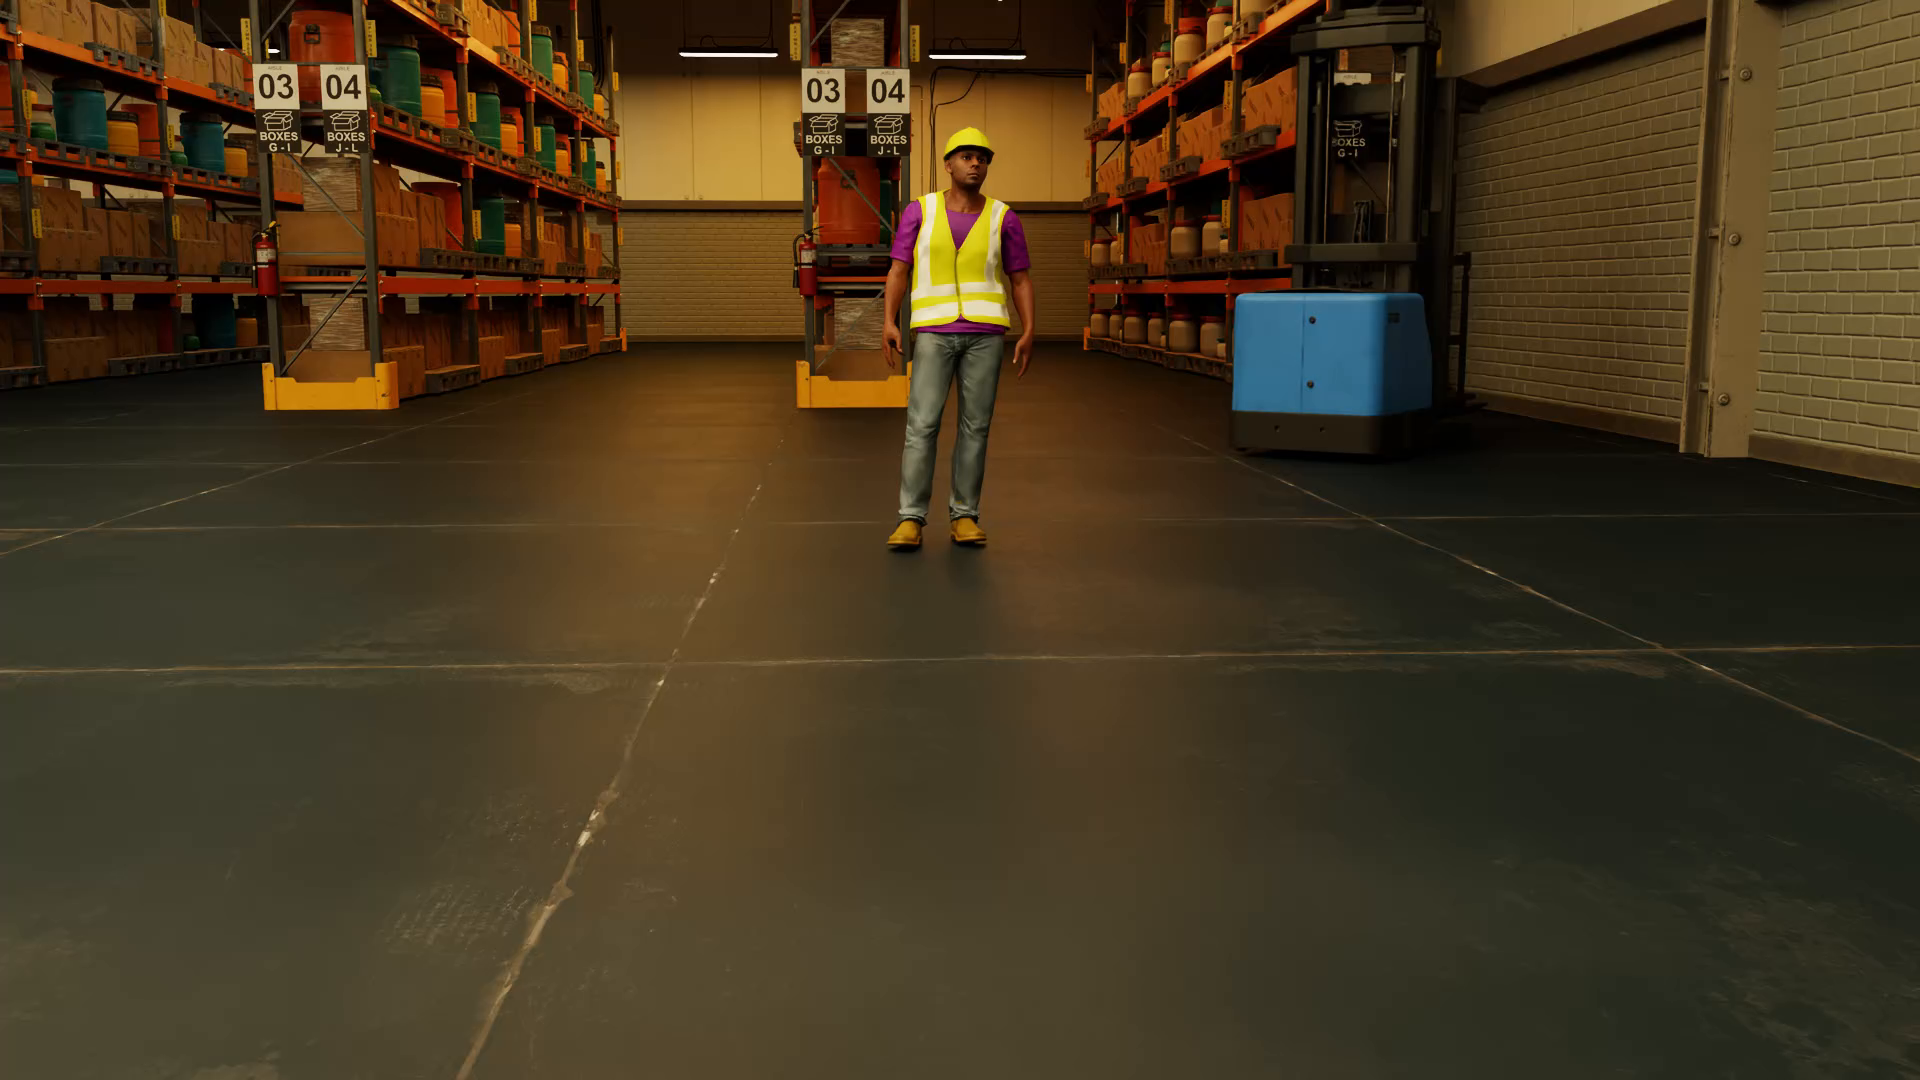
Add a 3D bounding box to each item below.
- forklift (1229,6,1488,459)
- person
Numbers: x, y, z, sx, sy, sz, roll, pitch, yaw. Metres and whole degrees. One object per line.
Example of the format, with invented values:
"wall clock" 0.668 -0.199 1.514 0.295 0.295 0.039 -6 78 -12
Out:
"forklift" 3.005 -2.136 11.720 1.130 2.935 3.031 5 10 33
"person" -0.001 -0.870 7.110 0.665 1.768 0.575 -1 8 -4
